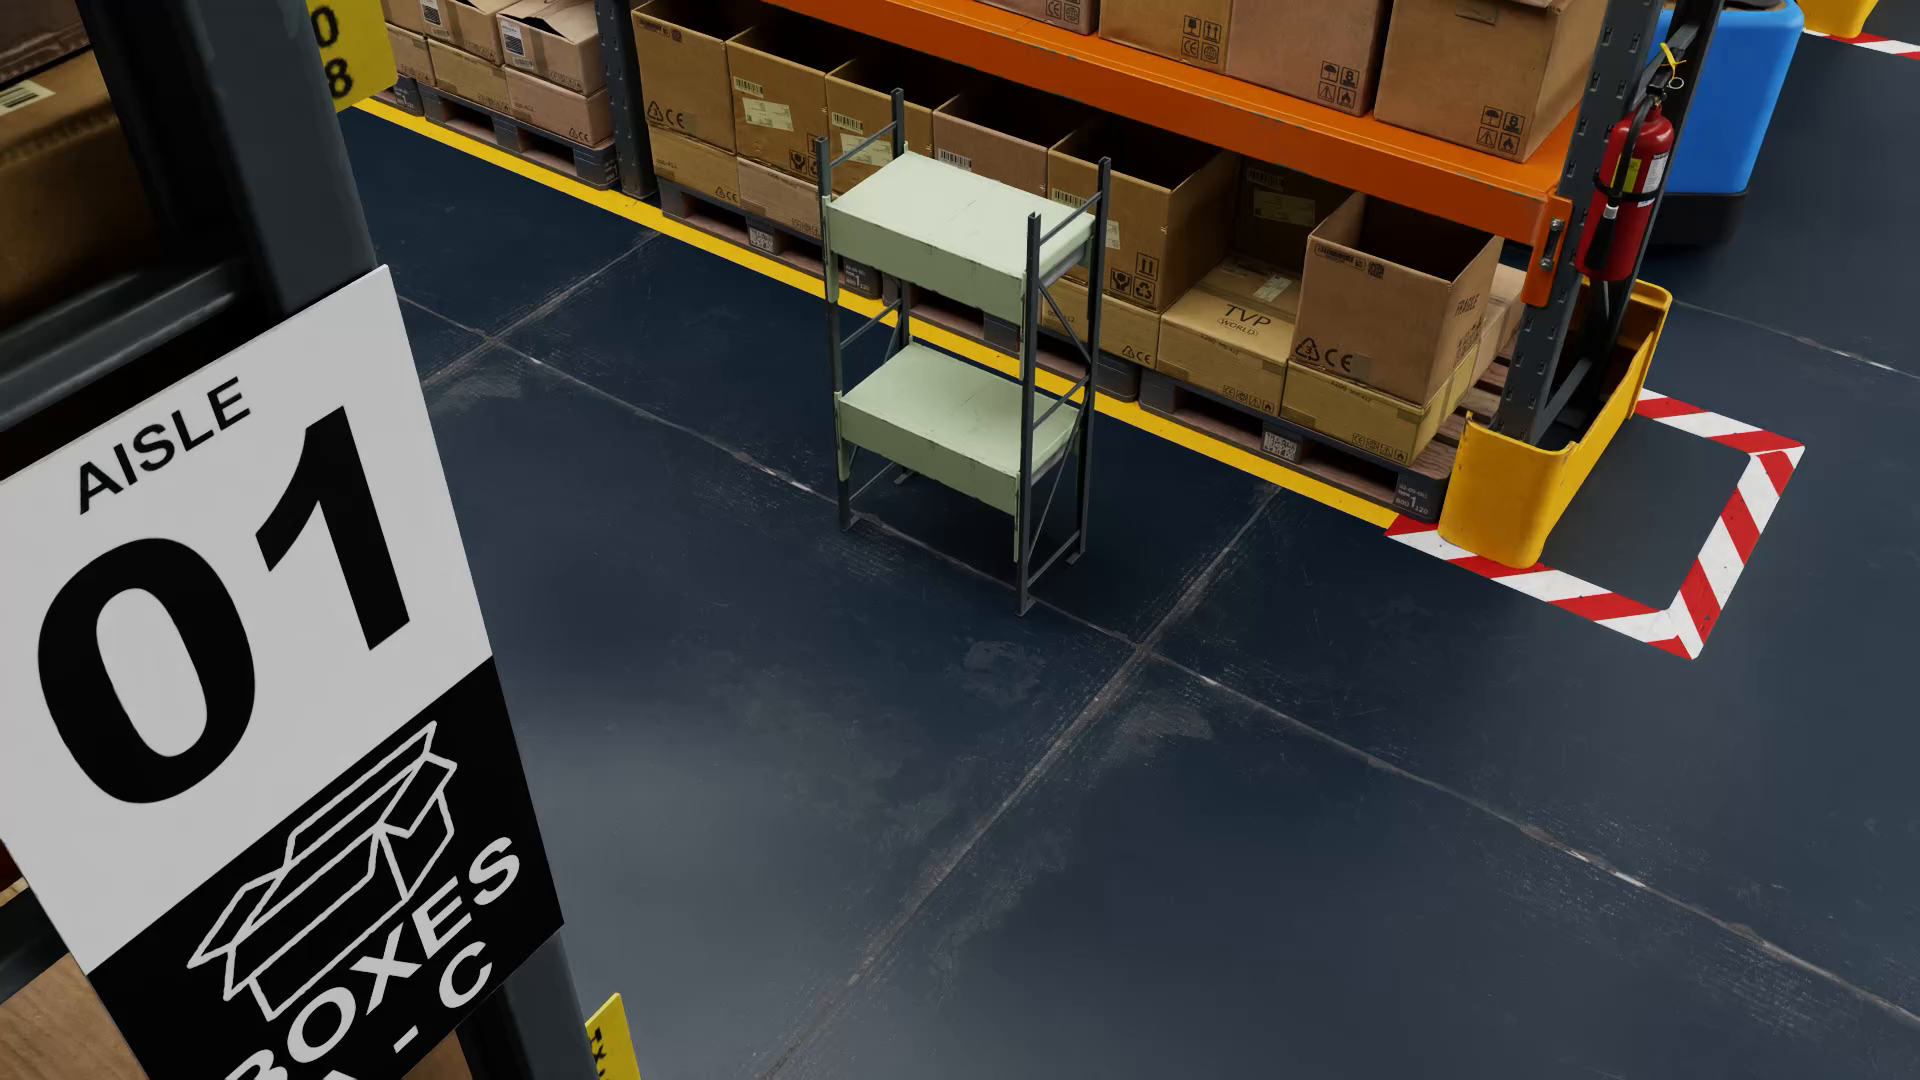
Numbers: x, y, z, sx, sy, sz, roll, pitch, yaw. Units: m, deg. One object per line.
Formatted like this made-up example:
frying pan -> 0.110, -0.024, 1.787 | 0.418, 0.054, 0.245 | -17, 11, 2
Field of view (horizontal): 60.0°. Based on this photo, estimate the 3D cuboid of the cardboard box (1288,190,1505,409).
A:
cardboard box -> 1.481, -0.849, 5.634 | 0.500, 0.500, 0.500 | 25, 48, 25

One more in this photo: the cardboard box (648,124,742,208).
cardboard box -> -0.979, -1.715, 7.164 | 0.500, 0.250, 0.500 | 25, 48, 25

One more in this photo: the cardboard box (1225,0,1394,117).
cardboard box -> 1.283, -1.816, 5.455 | 0.500, 0.500, 0.700 | 26, 48, 26

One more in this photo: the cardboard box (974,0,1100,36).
cardboard box -> 0.447, -2.209, 5.894 | 0.500, 0.500, 0.700 | 27, 48, 27

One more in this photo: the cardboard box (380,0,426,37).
cardboard box -> -2.517, -2.654, 7.793 | 0.500, 0.311, 0.500 | 25, 47, 25

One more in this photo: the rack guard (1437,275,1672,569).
rack guard -> 2.110, -0.454, 5.883 | 0.348, 0.500, 1.175 | 25, 48, 25

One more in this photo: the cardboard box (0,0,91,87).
cardboard box -> -0.927, -0.504, 0.975 | 0.500, 0.500, 0.500 | 22, 46, 22

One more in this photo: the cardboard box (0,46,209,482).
cardboard box -> -0.881, -0.116, 1.291 | 0.500, 0.500, 0.500 | 26, 48, 26

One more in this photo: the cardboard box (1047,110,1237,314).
cardboard box -> 0.654, -1.224, 6.053 | 0.500, 0.500, 0.500 | 25, 48, 25

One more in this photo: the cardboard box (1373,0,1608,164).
cardboard box -> 1.716, -1.618, 5.233 | 0.500, 0.500, 0.700 | 25, 48, 25

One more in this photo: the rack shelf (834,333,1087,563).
rack shelf -> 0.005, -0.313, 5.464 | 0.720, 0.370, 0.431 | 25, 48, 25

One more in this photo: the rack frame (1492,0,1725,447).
rack frame -> 2.091, -1.395, 5.059 | 0.127, 3.000, 1.000 | 25, 48, 25

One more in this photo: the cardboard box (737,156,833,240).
cardboard box -> -0.572, -1.521, 6.947 | 0.500, 0.250, 0.500 | 25, 48, 25

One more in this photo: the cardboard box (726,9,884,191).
cardboard box -> -0.571, -1.802, 6.699 | 0.500, 0.500, 0.500 | 25, 48, 25

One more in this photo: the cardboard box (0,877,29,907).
cardboard box -> -1.368, 0.539, 2.434 | 0.500, 0.500, 0.500 | 25, 48, 25

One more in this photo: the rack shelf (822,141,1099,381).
rack shelf -> 0.005, -0.847, 4.987 | 0.720, 0.370, 0.431 | 25, 48, 25

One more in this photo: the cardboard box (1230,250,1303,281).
cardboard box -> 1.368, -1.043, 6.413 | 0.500, 0.250, 0.500 | 25, 48, 25

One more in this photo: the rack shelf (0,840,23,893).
rack shelf -> -2.388, -0.304, 2.131 | 4.000, 0.370, 1.077 | 25, 48, 25

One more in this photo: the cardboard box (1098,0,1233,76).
cardboard box -> 0.880, -2.009, 5.671 | 0.500, 0.500, 0.700 | 25, 48, 26

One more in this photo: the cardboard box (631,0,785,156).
cardboard box -> -0.984, -1.989, 6.908 | 0.500, 0.500, 0.500 | 25, 48, 25

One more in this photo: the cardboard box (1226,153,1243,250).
cardboard box -> 0.952, -1.508, 6.370 | 0.500, 0.500, 0.500 | 25, 48, 25

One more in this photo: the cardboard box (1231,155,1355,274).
cardboard box -> 1.369, -1.323, 6.164 | 0.500, 0.500, 0.500 | 25, 48, 25

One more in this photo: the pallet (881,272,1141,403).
pallet -> 0.446, -1.093, 6.813 | 1.213, 0.211, 1.003 | 25, 48, 25

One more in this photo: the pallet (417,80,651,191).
pallet -> -1.810, -2.148, 7.992 | 1.213, 0.211, 1.003 | 25, 48, 25

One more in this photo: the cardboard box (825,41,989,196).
cardboard box -> -0.166, -1.606, 6.480 | 0.500, 0.500, 0.500 | 25, 48, 25

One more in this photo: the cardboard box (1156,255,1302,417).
cardboard box -> 1.066, -0.755, 6.092 | 0.500, 0.250, 0.500 | 25, 48, 25

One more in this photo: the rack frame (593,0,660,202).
rack frame -> -1.184, -2.926, 6.771 | 0.127, 3.000, 1.000 | 25, 48, 25

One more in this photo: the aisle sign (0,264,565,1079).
aisle sign -> -0.519, 0.206, 1.321 | 0.004, 0.787, 0.394 | 25, 48, 25

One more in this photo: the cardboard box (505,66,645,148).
cardboard box -> -1.690, -2.059, 7.548 | 0.500, 0.250, 0.500 | 25, 47, 25

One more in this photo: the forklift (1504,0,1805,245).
forklift -> 2.818, -3.304, 7.244 | 1.130, 2.935, 3.031 | 1, 42, 1

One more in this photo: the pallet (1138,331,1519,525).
pallet -> 1.440, -0.626, 6.291 | 1.213, 0.211, 1.003 | 25, 48, 25

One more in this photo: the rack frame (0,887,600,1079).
rack frame -> -0.751, 1.311, 2.035 | 0.127, 3.000, 1.000 | 25, 48, 25

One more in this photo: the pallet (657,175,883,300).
pallet -> -0.557, -1.560, 7.335 | 1.213, 0.211, 1.003 | 25, 48, 25

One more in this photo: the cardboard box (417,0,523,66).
cardboard box -> -2.110, -2.461, 7.578 | 0.500, 0.311, 0.500 | 26, 48, 26

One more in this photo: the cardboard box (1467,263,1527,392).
cardboard box -> 1.779, -0.853, 6.201 | 0.500, 0.250, 0.500 | 25, 48, 25

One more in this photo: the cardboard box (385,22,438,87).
cardboard box -> -2.522, -2.449, 7.984 | 0.500, 0.250, 0.500 | 26, 48, 26

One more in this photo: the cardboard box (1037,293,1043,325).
cardboard box -> 0.247, -1.138, 6.520 | 0.500, 0.250, 0.500 | 25, 48, 25

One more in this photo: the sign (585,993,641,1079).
sign -> -0.439, 0.692, 2.078 | 0.005, 0.325, 0.100 | 25, 48, 25

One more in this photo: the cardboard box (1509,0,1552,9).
cardboard box -> 1.668, -1.716, 4.857 | 0.250, 0.149, 0.380 | 24, 47, 25

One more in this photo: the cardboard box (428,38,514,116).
cardboard box -> -2.103, -2.253, 7.766 | 0.500, 0.250, 0.500 | 24, 47, 25

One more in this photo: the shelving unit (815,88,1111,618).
shelving unit -> 0.005, -0.556, 5.247 | 0.755, 1.500, 0.431 | 25, 48, 25

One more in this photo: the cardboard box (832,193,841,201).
cardboard box -> -0.166, -1.327, 6.730 | 0.500, 0.250, 0.500 | 25, 48, 25

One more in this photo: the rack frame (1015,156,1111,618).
rack frame -> 0.305, -0.416, 5.090 | 0.023, 1.500, 0.400 | 25, 48, 25

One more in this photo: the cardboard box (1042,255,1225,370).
cardboard box -> 0.655, -0.946, 6.305 | 0.500, 0.250, 0.500 | 25, 48, 25

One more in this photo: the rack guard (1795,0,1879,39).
rack guard -> 4.849, -3.169, 8.917 | 0.348, 0.500, 1.175 | 25, 48, 25

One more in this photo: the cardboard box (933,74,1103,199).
cardboard box -> 0.245, -1.416, 6.268 | 0.500, 0.500, 0.500 | 25, 48, 25

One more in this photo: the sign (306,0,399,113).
sign -> -0.439, -0.429, 1.075 | 0.005, 0.325, 0.100 | 25, 48, 25

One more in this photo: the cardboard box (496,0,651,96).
cardboard box -> -1.680, -2.266, 7.359 | 0.500, 0.311, 0.500 | 25, 48, 25

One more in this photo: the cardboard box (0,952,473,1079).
cardboard box -> -0.969, 0.733, 2.216 | 0.500, 0.500, 0.500 | 25, 48, 25

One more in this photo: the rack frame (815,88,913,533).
rack frame -> -0.294, -0.697, 5.404 | 0.023, 1.500, 0.400 | 25, 48, 25

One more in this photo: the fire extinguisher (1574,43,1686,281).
fire extinguisher -> 1.921, -1.067, 4.751 | 0.183, 0.674, 0.296 | 25, 48, 25

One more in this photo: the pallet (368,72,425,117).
pallet -> -2.813, -2.615, 8.514 | 1.213, 0.211, 1.003 | 25, 48, 25

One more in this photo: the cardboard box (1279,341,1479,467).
cardboard box -> 1.482, -0.571, 5.885 | 0.500, 0.250, 0.500 | 25, 48, 25

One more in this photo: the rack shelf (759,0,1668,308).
rack shelf -> 0.453, -1.892, 6.155 | 4.000, 0.370, 1.077 | 25, 48, 25

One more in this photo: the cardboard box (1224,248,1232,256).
cardboard box -> 0.959, -1.234, 6.627 | 0.500, 0.250, 0.500 | 25, 48, 25
